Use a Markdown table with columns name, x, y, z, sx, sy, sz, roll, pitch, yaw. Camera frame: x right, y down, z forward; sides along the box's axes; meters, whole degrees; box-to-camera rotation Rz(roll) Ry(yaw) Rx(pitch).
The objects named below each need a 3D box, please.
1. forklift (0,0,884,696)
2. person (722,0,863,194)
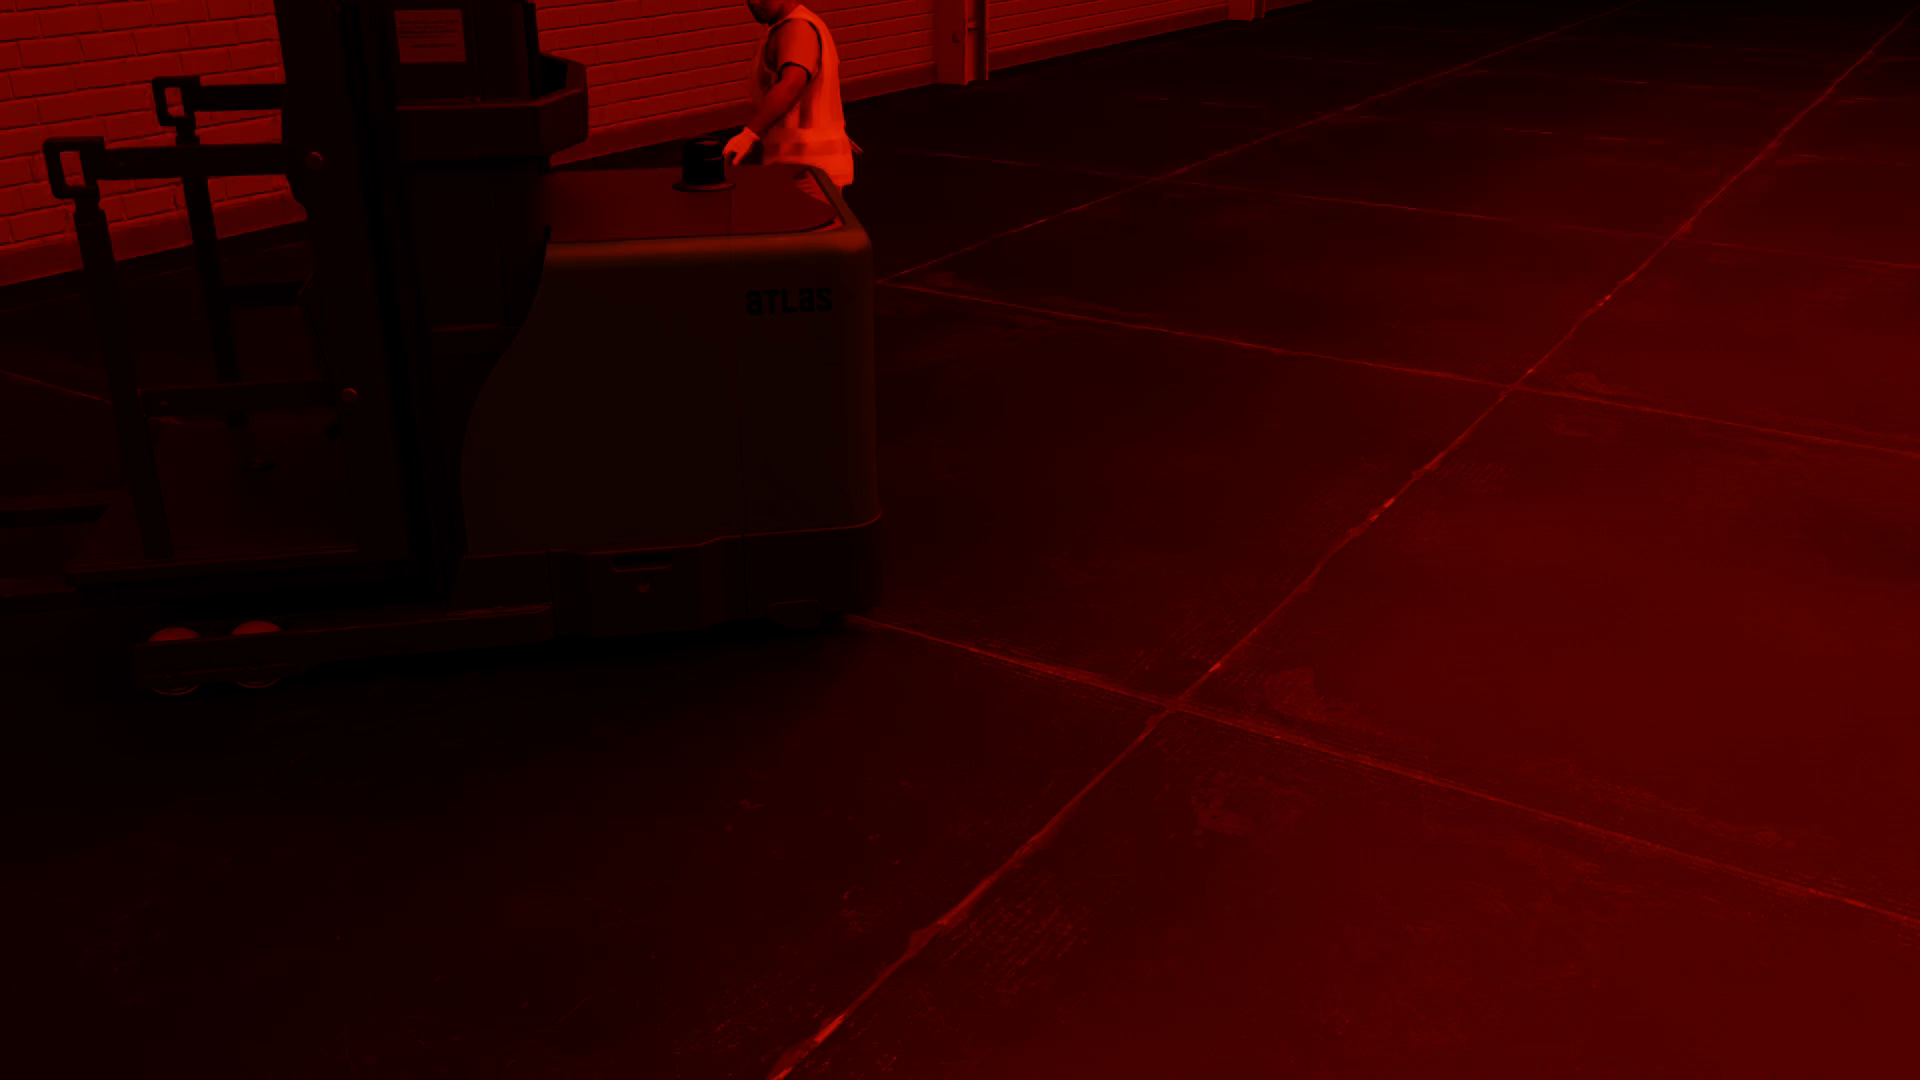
| name | x | y | z | sx | sy | sz | roll | pitch | yaw |
| --- | --- | --- | --- | --- | --- | --- | --- | --- | --- |
| forklift | -1.776 | -1.186 | 4.087 | 3.031 | 2.935 | 1.130 | -5 | 24 | -10 |
| person | -0.640 | -1.439 | 6.416 | 0.505 | 1.665 | 1.209 | 3 | 23 | 8 |
